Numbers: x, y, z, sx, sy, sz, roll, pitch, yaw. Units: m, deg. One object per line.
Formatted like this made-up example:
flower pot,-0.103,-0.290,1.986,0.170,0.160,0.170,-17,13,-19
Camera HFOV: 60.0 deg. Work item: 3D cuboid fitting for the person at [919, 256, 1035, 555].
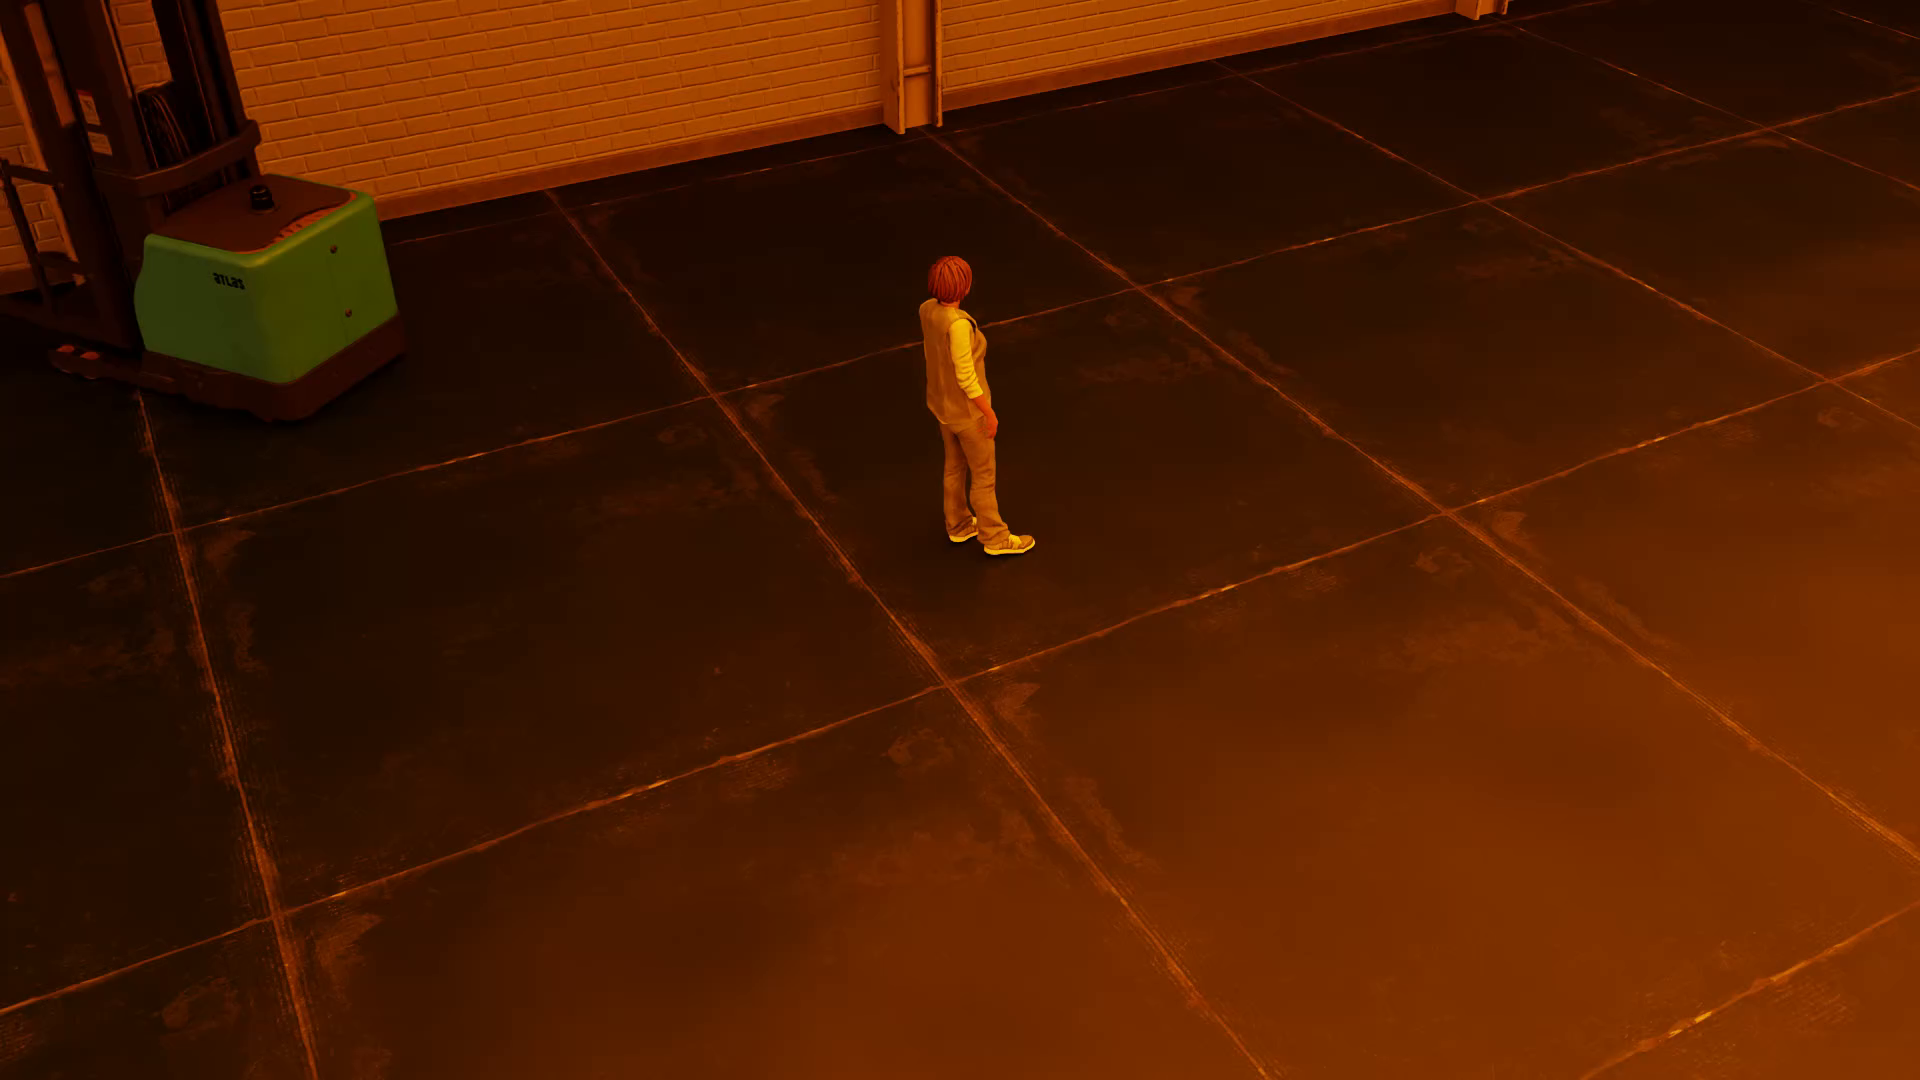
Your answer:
person,0.073,-0.671,8.215,0.473,1.599,0.520,-17,39,-23

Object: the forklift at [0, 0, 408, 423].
forklift,-4.953,-2.427,9.557,3.031,2.935,1.130,14,38,19
